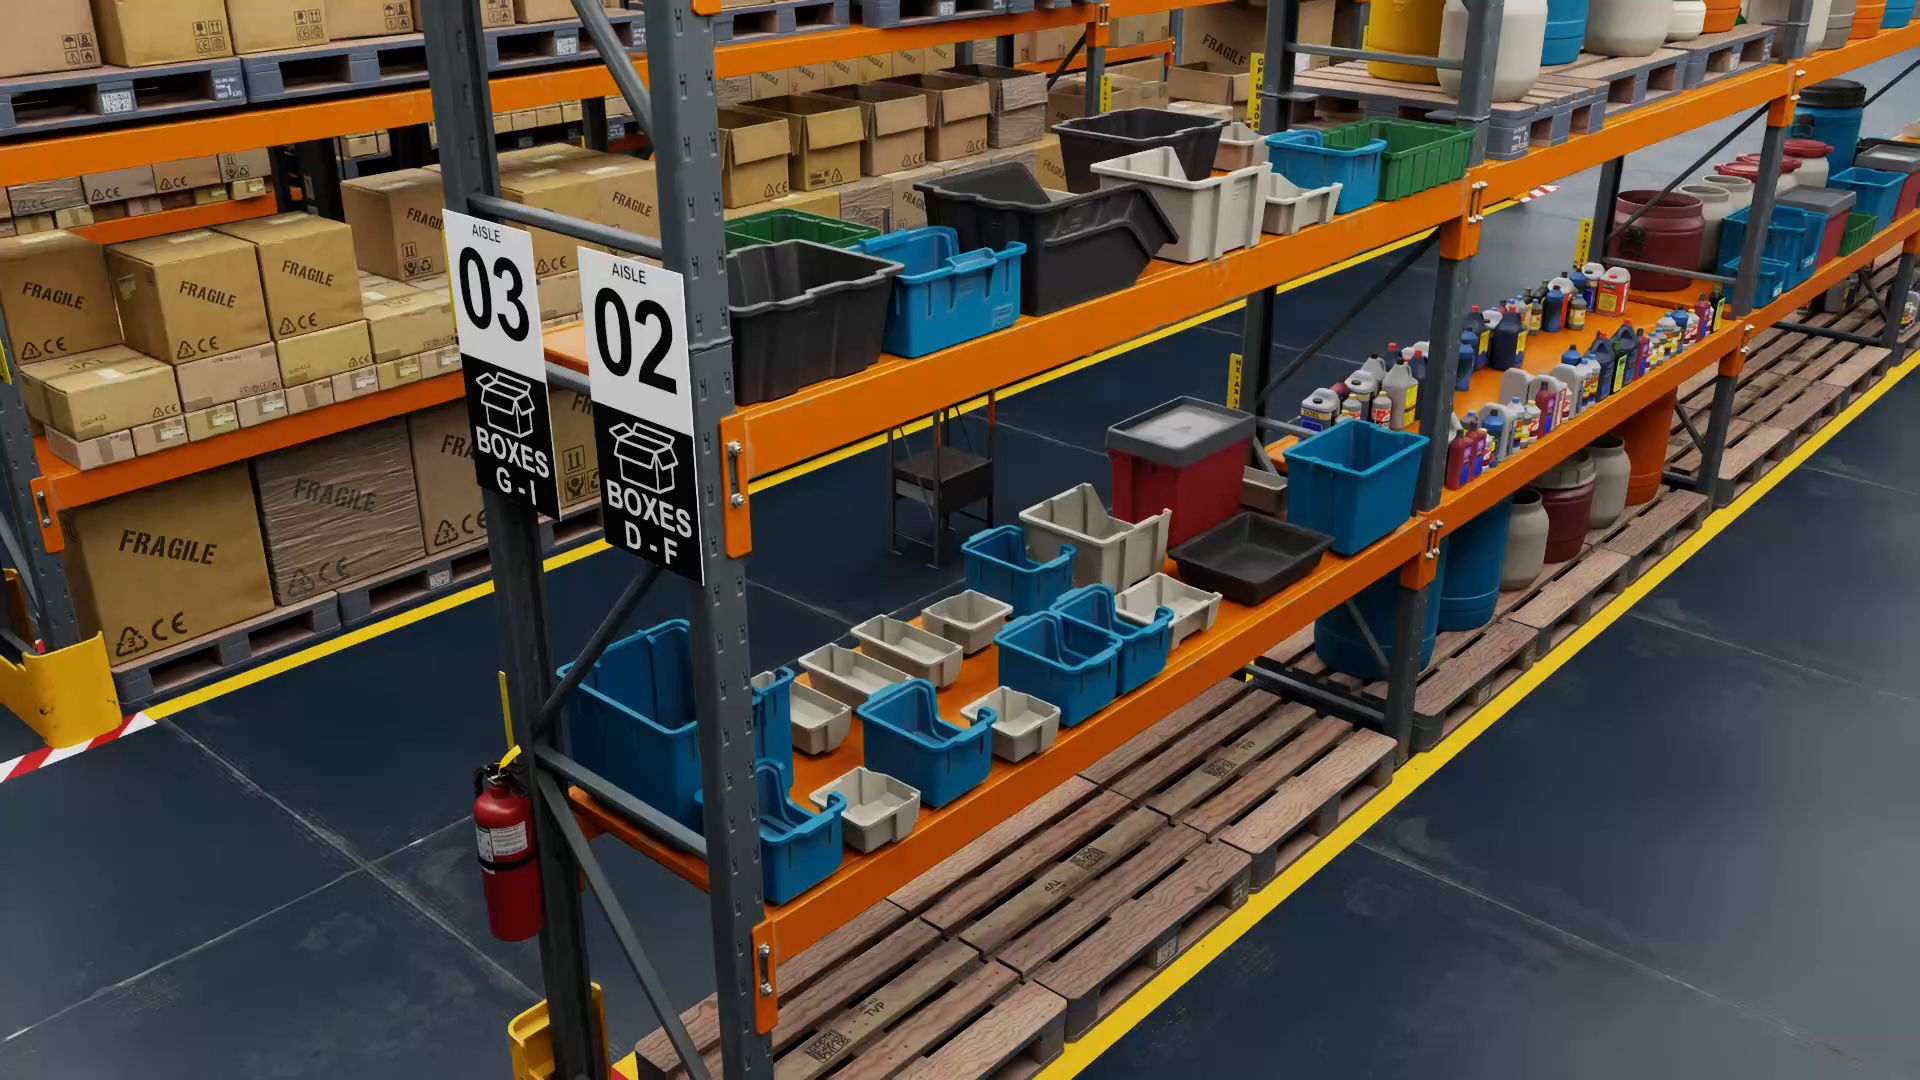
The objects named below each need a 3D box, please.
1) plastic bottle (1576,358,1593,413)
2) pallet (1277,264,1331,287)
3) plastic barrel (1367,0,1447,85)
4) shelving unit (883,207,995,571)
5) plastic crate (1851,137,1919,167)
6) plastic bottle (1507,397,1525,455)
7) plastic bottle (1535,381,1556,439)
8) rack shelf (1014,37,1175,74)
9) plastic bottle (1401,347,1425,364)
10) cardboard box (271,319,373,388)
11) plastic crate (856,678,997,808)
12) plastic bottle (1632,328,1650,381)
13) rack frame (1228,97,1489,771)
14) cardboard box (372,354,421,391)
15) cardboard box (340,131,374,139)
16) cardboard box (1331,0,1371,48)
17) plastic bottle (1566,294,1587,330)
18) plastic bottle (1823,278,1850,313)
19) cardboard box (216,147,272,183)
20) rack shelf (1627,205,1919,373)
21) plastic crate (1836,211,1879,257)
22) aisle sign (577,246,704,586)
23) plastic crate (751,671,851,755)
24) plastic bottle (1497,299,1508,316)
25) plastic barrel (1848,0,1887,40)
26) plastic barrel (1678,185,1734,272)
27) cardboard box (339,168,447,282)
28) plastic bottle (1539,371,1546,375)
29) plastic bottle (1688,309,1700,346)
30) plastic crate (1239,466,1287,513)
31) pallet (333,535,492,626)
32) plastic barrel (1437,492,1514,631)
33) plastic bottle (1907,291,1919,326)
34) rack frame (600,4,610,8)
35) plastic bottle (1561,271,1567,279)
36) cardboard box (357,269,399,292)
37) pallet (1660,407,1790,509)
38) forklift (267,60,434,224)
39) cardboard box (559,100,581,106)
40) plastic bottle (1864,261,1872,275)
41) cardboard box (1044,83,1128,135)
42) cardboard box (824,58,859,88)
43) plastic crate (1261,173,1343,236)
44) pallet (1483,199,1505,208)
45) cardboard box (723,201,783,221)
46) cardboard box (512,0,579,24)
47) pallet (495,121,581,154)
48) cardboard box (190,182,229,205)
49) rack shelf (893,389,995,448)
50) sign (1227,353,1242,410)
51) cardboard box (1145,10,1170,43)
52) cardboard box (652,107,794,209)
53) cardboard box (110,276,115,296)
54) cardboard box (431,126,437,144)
[{"bbox_3d":[3.178,-0.795,8.514,0.097,0.271,0.097,0,24,0],"label":"plastic bottle"},{"bbox_3d":[2.847,-2.716,16.049,1.003,0.211,1.213,20,31,38],"label":"pallet"},{"bbox_3d":[2.173,-2.416,7.562,0.600,0.588,0.600,0,24,0],"label":"plastic barrel"},{"bbox_3d":[-0.110,-0.908,9.708,0.431,2.100,0.503,20,31,38],"label":"shelving unit"},{"bbox_3d":[7.498,-2.970,13.283,0.767,0.338,0.504,20,31,38],"label":"plastic crate"},{"bbox_3d":[2.650,-0.554,7.976,0.097,0.271,0.097,0,24,0],"label":"plastic bottle"},{"bbox_3d":[2.870,-0.649,8.173,0.061,0.283,0.133,20,31,38],"label":"plastic bottle"},{"bbox_3d":[1.074,-5.892,20.604,1.077,0.370,4.000,20,31,38],"label":"rack shelf"},{"bbox_3d":[2.318,-0.853,8.637,0.152,0.276,0.135,20,31,38],"label":"plastic bottle"},{"bbox_3d":[-3.442,-1.022,8.682,0.500,0.250,0.500,19,30,36],"label":"cardboard box"},{"bbox_3d":[-0.105,0.646,5.274,0.416,0.233,0.300,20,31,38],"label":"plastic crate"},{"bbox_3d":[3.670,-1.013,8.987,0.061,0.283,0.133,20,31,38],"label":"plastic bottle"},{"bbox_3d":[1.715,-0.436,7.556,1.000,3.000,0.127,20,31,38],"label":"rack frame"},{"bbox_3d":[-3.135,-0.942,8.992,0.380,0.149,0.250,19,30,36],"label":"cardboard box"},{"bbox_3d":[-4.994,-3.381,13.554,0.380,0.149,0.250,21,31,38],"label":"cardboard box"},{"bbox_3d":[3.856,-4.931,15.873,0.500,0.500,0.500,20,31,38],"label":"cardboard box"},{"bbox_3d":[3.652,-1.351,9.840,0.097,0.201,0.097,0,24,0],"label":"plastic bottle"},{"bbox_3d":[7.377,-2.101,13.969,0.144,0.351,0.185,20,31,38],"label":"plastic bottle"},{"bbox_3d":[-5.712,-3.130,13.080,0.500,0.500,0.500,20,31,38],"label":"cardboard box"},{"bbox_3d":[5.720,-1.936,11.780,1.077,0.370,4.000,20,31,38],"label":"rack shelf"},{"bbox_3d":[6.102,-2.169,11.680,0.450,0.188,0.662,20,31,38],"label":"plastic crate"},{"bbox_3d":[-0.781,-0.300,4.076,0.394,0.787,0.004,20,31,38],"label":"aisle sign"},{"bbox_3d":[-0.545,0.578,5.544,0.396,0.136,0.243,20,31,38],"label":"plastic crate"},{"bbox_3d":[3.050,-1.218,9.443,0.061,0.283,0.133,20,31,38],"label":"plastic bottle"},{"bbox_3d":[5.531,-3.610,10.443,0.600,0.830,0.708,20,31,38],"label":"plastic barrel"},{"bbox_3d":[4.912,-2.077,11.080,0.421,0.512,0.421,0,24,0],"label":"plastic barrel"},{"bbox_3d":[-3.162,-1.814,9.533,0.500,0.500,0.500,19,30,36],"label":"cardboard box"},{"bbox_3d":[2.975,-0.763,8.529,0.097,0.201,0.097,0,24,0],"label":"plastic bottle"},{"bbox_3d":[4.188,-1.224,9.556,0.097,0.201,0.097,0,24,0],"label":"plastic bottle"},{"bbox_3d":[1.298,-0.240,7.368,0.396,0.136,0.243,20,31,38],"label":"plastic crate"},{"bbox_3d":[-3.353,0.068,9.841,1.003,0.211,1.213,20,31,38],"label":"pallet"},{"bbox_3d":[2.563,-0.047,8.740,0.600,0.901,0.708,20,31,38],"label":"plastic barrel"},{"bbox_3d":[7.789,-1.915,13.645,0.152,0.276,0.135,22,32,39],"label":"plastic bottle"},{"bbox_3d":[-1.973,-4.526,9.345,1.000,3.000,0.127,20,31,38],"label":"rack frame"},{"bbox_3d":[3.602,-1.470,10.005,0.061,0.283,0.133,20,31,38],"label":"plastic bottle"},{"bbox_3d":[-3.494,-1.326,9.362,0.500,0.250,0.500,20,31,38],"label":"cardboard box"},{"bbox_3d":[4.931,-0.608,11.347,1.003,0.211,1.213,20,31,38],"label":"pallet"},{"bbox_3d":[-4.530,-2.441,12.111,3.031,2.935,1.130,21,32,39],"label":"forklift"},{"bbox_3d":[-3.606,-4.016,14.971,0.380,0.149,0.250,20,31,37],"label":"cardboard box"},{"bbox_3d":[8.213,-2.517,15.080,0.097,0.201,0.097,0,24,0],"label":"plastic bottle"},{"bbox_3d":[1.027,-3.420,13.575,0.500,0.500,0.500,16,29,31],"label":"cardboard box"},{"bbox_3d":[-1.421,-4.961,17.527,0.500,0.500,0.500,20,31,37],"label":"cardboard box"},{"bbox_3d":[1.150,-1.193,5.900,0.293,0.136,0.466,20,31,38],"label":"plastic crate"},{"bbox_3d":[5.416,-3.911,18.715,1.003,0.211,1.213,20,31,38],"label":"pallet"},{"bbox_3d":[-1.480,-1.906,10.712,0.500,0.500,0.500,20,31,38],"label":"cardboard box"},{"bbox_3d":[-2.451,-3.185,9.263,0.700,0.500,0.500,18,30,35],"label":"cardboard box"},{"bbox_3d":[-4.221,-3.690,15.049,1.003,0.211,1.213,20,31,38],"label":"pallet"},{"bbox_3d":[-5.930,-2.735,12.990,0.380,0.149,0.250,22,32,39],"label":"cardboard box"},{"bbox_3d":[-0.110,-0.895,9.714,0.431,0.518,0.480,20,31,38],"label":"rack shelf"},{"bbox_3d":[1.307,-0.713,7.836,0.100,0.325,0.005,20,31,38],"label":"sign"},{"bbox_3d":[2.195,-6.773,21.505,0.875,0.550,0.550,20,31,38],"label":"cardboard box"},{"bbox_3d":[-1.553,-2.489,10.786,0.797,0.503,0.637,19,30,36],"label":"cardboard box"},{"bbox_3d":[-6.732,-1.988,13.262,0.380,0.149,0.250,21,32,39],"label":"cardboard box"},{"bbox_3d":[-4.475,-3.482,14.144,0.380,0.149,0.250,21,31,38],"label":"cardboard box"}]
